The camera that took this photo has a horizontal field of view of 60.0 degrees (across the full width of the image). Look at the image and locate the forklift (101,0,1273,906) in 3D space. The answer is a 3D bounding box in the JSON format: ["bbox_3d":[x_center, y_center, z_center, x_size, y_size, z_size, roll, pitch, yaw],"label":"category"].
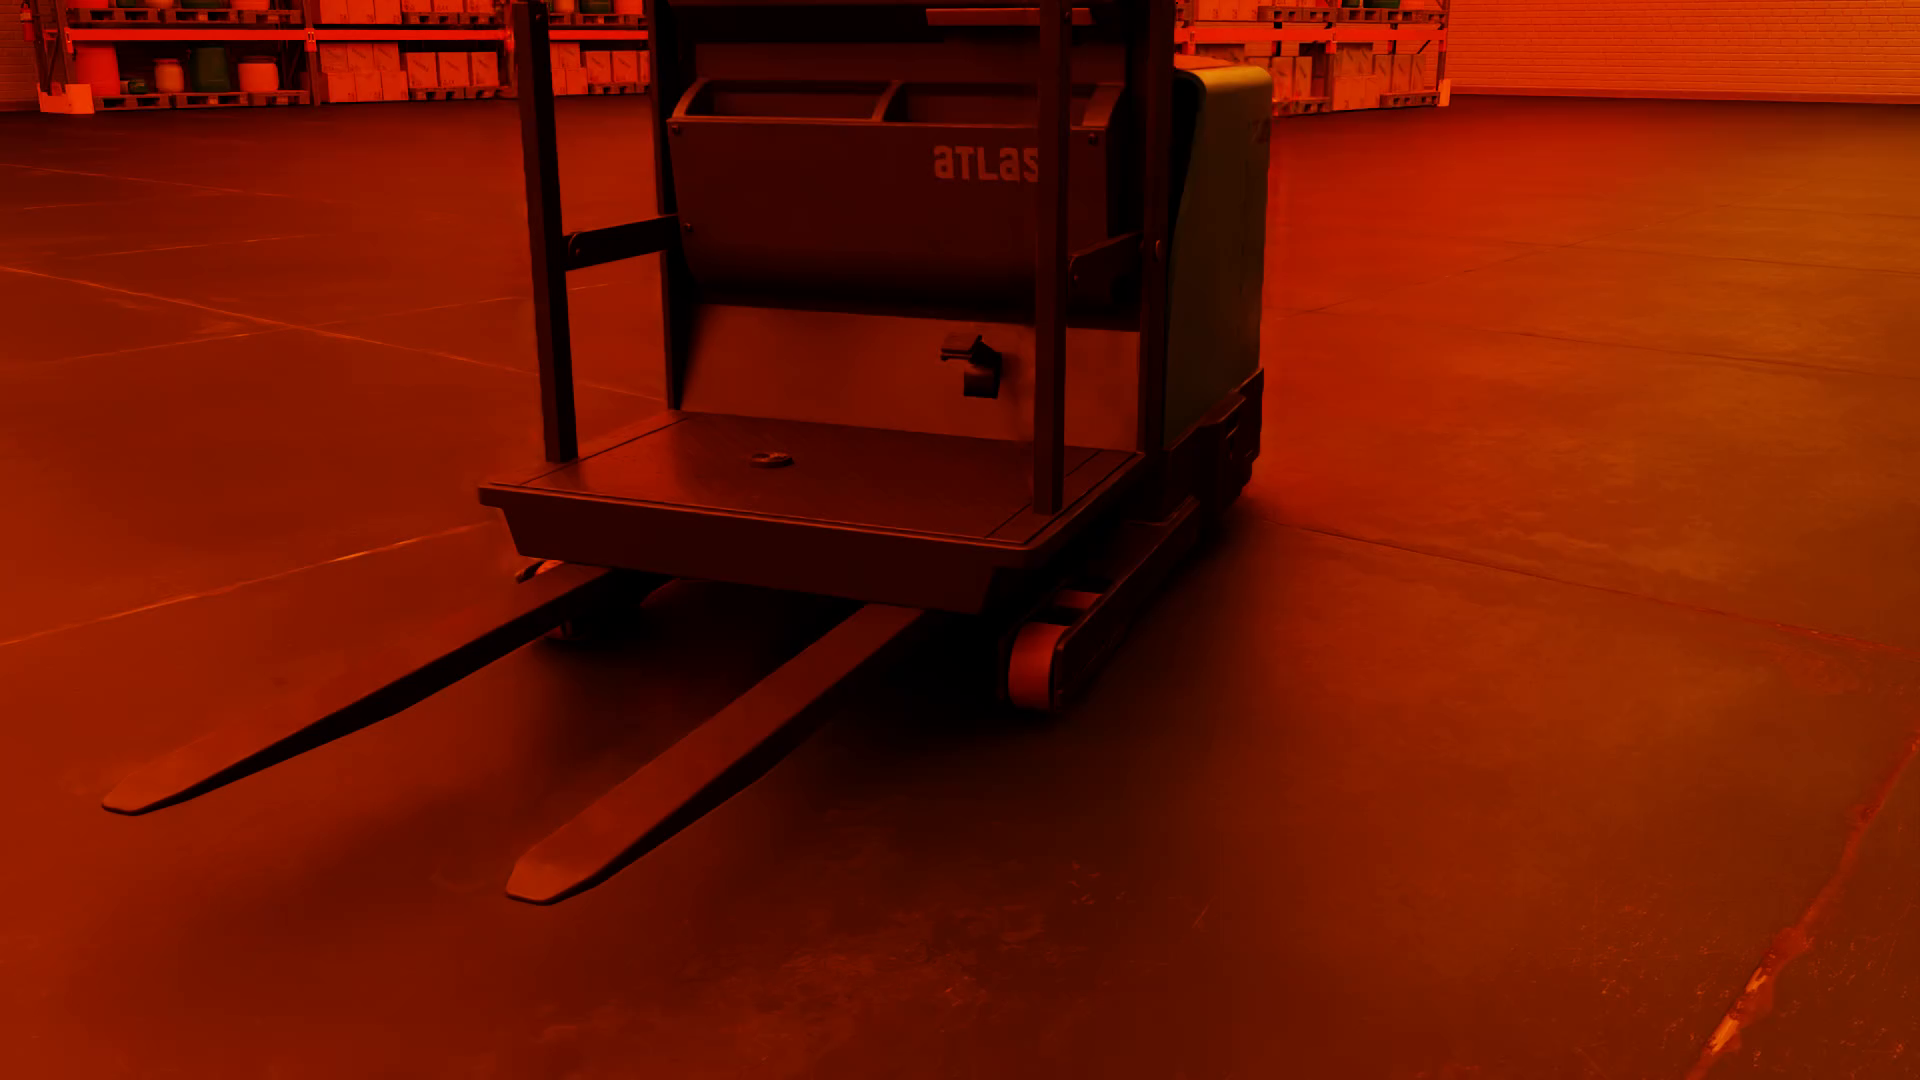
[{"bbox_3d":[-0.212,-1.231,2.951,1.130,2.935,3.031,7,18,21],"label":"forklift"}]
